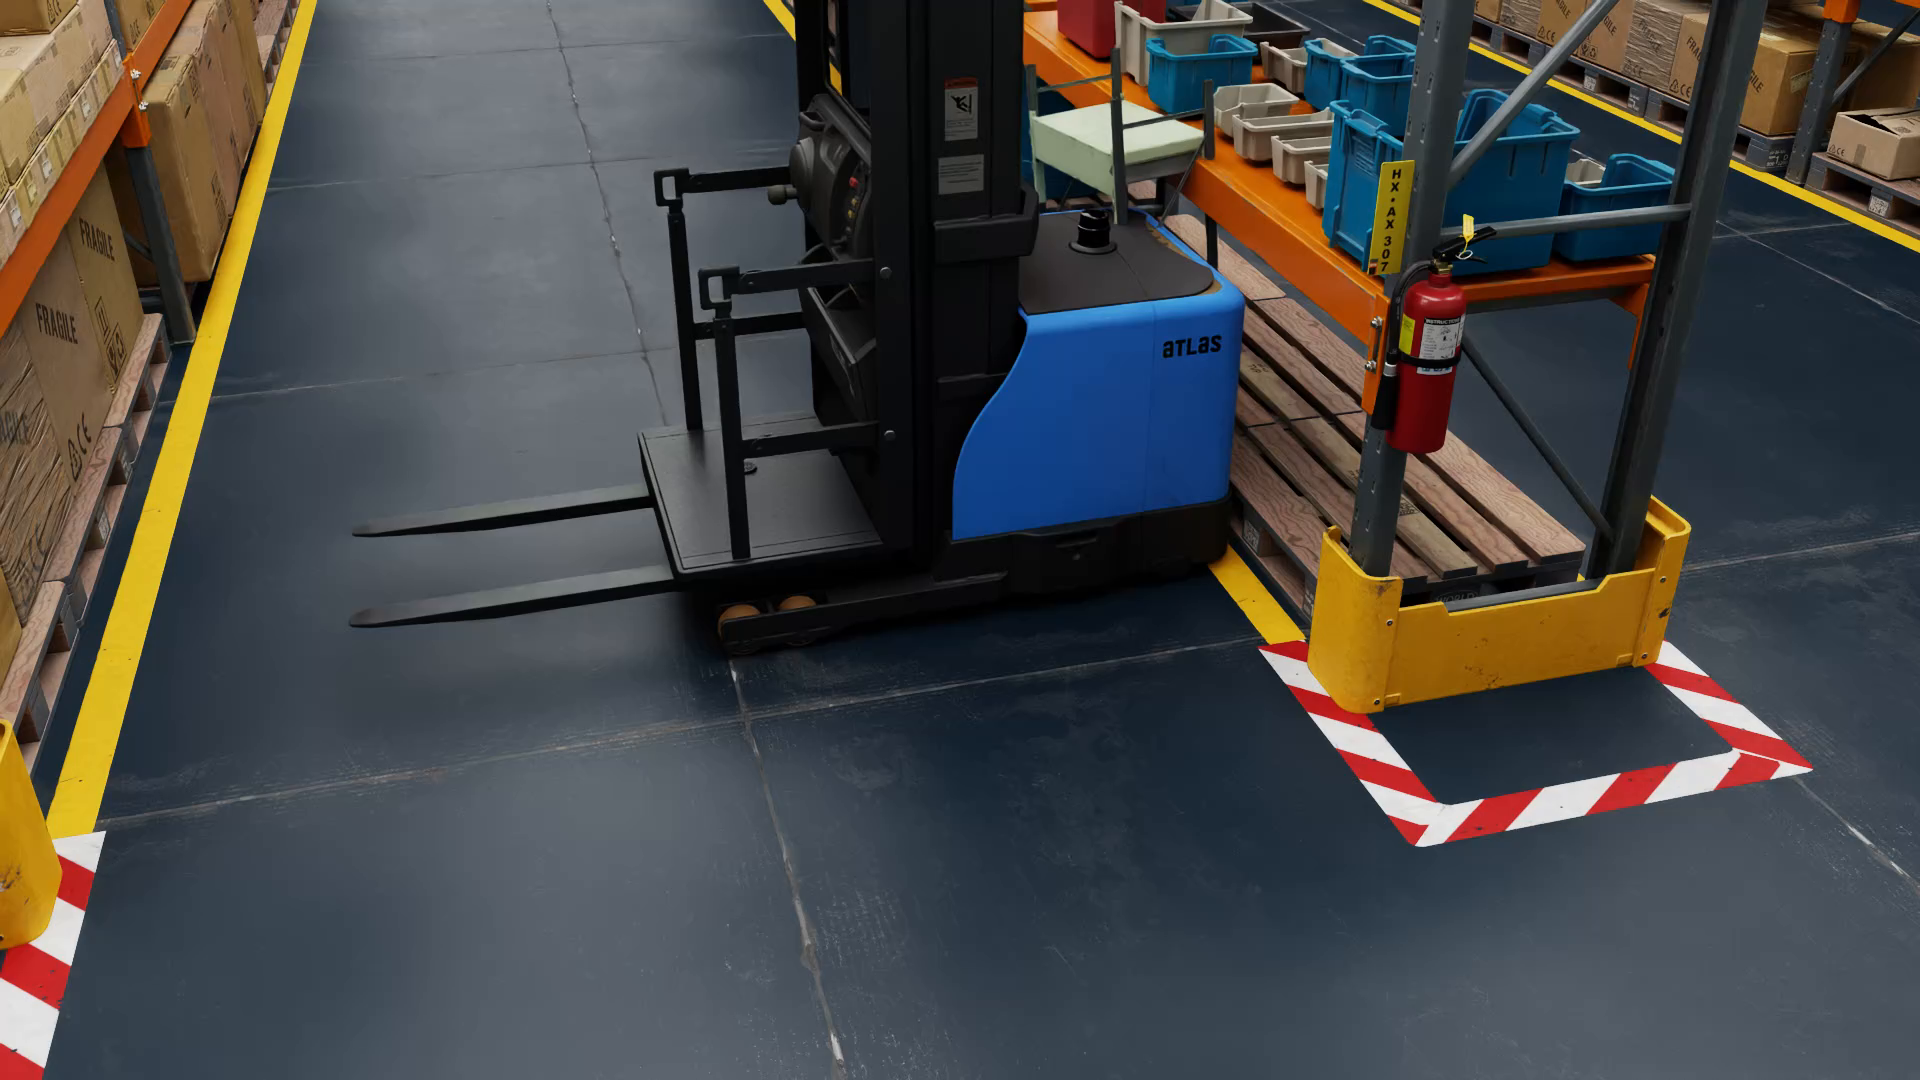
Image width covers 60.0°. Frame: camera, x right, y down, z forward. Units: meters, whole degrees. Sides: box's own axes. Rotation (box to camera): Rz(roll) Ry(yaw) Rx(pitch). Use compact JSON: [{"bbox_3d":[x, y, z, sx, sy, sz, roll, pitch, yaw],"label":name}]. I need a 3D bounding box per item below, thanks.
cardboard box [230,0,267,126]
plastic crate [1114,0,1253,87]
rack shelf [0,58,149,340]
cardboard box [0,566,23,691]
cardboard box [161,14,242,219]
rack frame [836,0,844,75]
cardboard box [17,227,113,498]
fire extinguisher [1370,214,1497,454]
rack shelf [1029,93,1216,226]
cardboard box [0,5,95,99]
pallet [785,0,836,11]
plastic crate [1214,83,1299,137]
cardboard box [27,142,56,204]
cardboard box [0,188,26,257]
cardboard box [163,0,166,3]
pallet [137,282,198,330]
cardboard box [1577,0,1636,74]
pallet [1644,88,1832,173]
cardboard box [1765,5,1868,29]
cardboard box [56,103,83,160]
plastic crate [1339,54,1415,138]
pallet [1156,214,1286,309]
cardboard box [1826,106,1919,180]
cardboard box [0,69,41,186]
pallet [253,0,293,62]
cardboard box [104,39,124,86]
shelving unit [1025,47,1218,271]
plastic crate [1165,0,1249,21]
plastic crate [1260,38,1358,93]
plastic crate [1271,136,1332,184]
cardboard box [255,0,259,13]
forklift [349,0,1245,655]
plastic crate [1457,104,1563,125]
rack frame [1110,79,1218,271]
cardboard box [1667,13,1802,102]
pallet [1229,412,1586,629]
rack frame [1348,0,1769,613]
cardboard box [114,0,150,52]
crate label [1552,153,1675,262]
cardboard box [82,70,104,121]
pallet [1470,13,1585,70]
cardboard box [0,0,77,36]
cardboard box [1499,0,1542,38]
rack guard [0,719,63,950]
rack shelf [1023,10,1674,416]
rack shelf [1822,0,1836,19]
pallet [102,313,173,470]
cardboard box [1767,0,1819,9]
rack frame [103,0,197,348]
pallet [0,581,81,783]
[{"bbox_3d":[-5.007,-3.038,10.207,1.225,0.875,0.875,-9,31,-16],"label":"cardboard box"},{"bbox_3d":[0.895,-2.052,6.859,0.437,0.282,0.530,-8,31,-13],"label":"plastic crate"},{"bbox_3d":[-3.577,-0.903,5.534,1.077,0.370,4.000,-8,31,-13],"label":"rack shelf"},{"bbox_3d":[-3.293,0.191,4.628,0.875,0.875,0.875,-8,31,-13],"label":"cardboard box"},{"bbox_3d":[-4.535,-2.180,8.725,1.225,0.875,0.875,-9,31,-15],"label":"cardboard box"},{"bbox_3d":[-0.394,-4.771,11.498,1.000,3.000,0.127,-8,31,-13],"label":"rack frame"},{"bbox_3d":[-3.771,-0.678,6.130,0.875,0.875,0.875,-8,31,-13],"label":"cardboard box"},{"bbox_3d":[1.331,-0.579,4.705,0.296,0.674,0.183,-8,31,-13],"label":"fire extinguisher"},{"bbox_3d":[0.611,-1.421,6.341,0.431,0.370,0.720,-15,29,-17],"label":"rack shelf"},{"bbox_3d":[-3.598,-1.816,6.246,0.500,0.250,0.500,-7,31,-12],"label":"cardboard box"},{"bbox_3d":[-0.883,-4.531,13.868,1.003,0.211,1.213,-8,31,-13],"label":"pallet"},{"bbox_3d":[1.081,-1.602,6.227,0.298,0.136,0.250,-8,31,-13],"label":"plastic crate"},{"bbox_3d":[-3.303,-1.224,5.621,0.380,0.149,0.250,-7,31,-12],"label":"cardboard box"},{"bbox_3d":[-3.166,-0.976,5.192,0.380,0.149,0.250,-8,31,-14],"label":"cardboard box"},{"bbox_3d":[-4.256,-2.963,8.276,0.500,0.500,0.500,-9,31,-14],"label":"cardboard box"},{"bbox_3d":[-4.385,-1.336,8.348,1.003,0.211,1.213,-8,31,-13],"label":"pallet"},{"bbox_3d":[4.644,-3.532,11.414,0.500,0.500,0.500,-9,31,-15],"label":"cardboard box"},{"bbox_3d":[5.192,-2.677,10.664,1.003,0.211,1.213,-8,31,-13],"label":"pallet"},{"bbox_3d":[5.398,-3.126,10.713,0.500,0.500,0.500,-7,31,-13],"label":"cardboard box"},{"bbox_3d":[-3.438,-1.471,6.048,0.380,0.149,0.250,-7,31,-12],"label":"cardboard box"},{"bbox_3d":[1.631,-1.659,6.230,0.416,0.233,0.300,-8,31,-13],"label":"plastic crate"},{"bbox_3d":[0.900,-1.282,8.254,1.003,0.211,1.213,-8,31,-13],"label":"pallet"},{"bbox_3d":[5.347,-2.291,9.459,0.500,0.311,0.500,-8,31,-13],"label":"cardboard box"},{"bbox_3d":[-3.331,-1.325,5.397,0.500,0.250,0.500,-8,31,-14],"label":"cardboard box"},{"bbox_3d":[-5.696,-3.871,12.727,1.003,0.211,1.213,-8,31,-13],"label":"pallet"},{"bbox_3d":[-3.711,-1.968,6.906,0.380,0.149,0.250,-8,31,-13],"label":"cardboard box"},{"bbox_3d":[0.649,-1.078,6.523,0.431,1.500,0.755,-15,29,-17],"label":"shelving unit"},{"bbox_3d":[1.120,-2.678,7.838,0.392,0.384,0.575,-8,31,-13],"label":"plastic crate"},{"bbox_3d":[1.419,-1.950,6.827,0.293,0.136,0.466,-8,31,-13],"label":"plastic crate"},{"bbox_3d":[1.275,-1.330,5.758,0.396,0.136,0.243,-8,31,-13],"label":"plastic crate"},{"bbox_3d":[-5.832,-4.350,12.828,0.700,0.500,0.500,-11,32,-18],"label":"cardboard box"},{"bbox_3d":[-0.603,-1.178,5.360,3.031,2.935,1.130,-9,31,-14],"label":"forklift"},{"bbox_3d":[1.806,-1.341,5.681,0.416,0.233,0.300,-8,31,-13],"label":"plastic crate"},{"bbox_3d":[0.786,-0.930,6.217,0.400,1.500,0.023,-15,29,-17],"label":"rack frame"},{"bbox_3d":[4.914,-3.044,10.571,0.500,0.500,0.500,-8,31,-13],"label":"cardboard box"},{"bbox_3d":[1.548,-0.104,6.218,1.003,0.211,1.213,-8,31,-13],"label":"pallet"},{"bbox_3d":[1.729,-0.907,4.823,1.000,3.000,0.127,-8,31,-13],"label":"rack frame"},{"bbox_3d":[-3.989,-2.479,7.439,0.500,0.500,0.500,-8,31,-13],"label":"cardboard box"},{"bbox_3d":[1.981,-1.023,5.131,0.416,0.233,0.303,-8,31,-13],"label":"crate label"},{"bbox_3d":[-3.575,-1.720,6.477,0.380,0.149,0.250,-8,31,-14],"label":"cardboard box"},{"bbox_3d":[4.544,-3.855,12.700,1.003,0.211,1.213,-8,31,-13],"label":"pallet"},{"bbox_3d":[-3.599,-2.140,6.057,0.500,0.500,0.500,-8,31,-13],"label":"cardboard box"},{"bbox_3d":[4.372,-4.026,12.268,0.500,0.500,0.500,-9,31,-15],"label":"cardboard box"},{"bbox_3d":[-3.040,0.845,4.291,1.175,0.500,0.348,-8,31,-13],"label":"rack guard"},{"bbox_3d":[1.198,-1.562,6.672,1.077,0.370,4.000,-8,31,-13],"label":"rack shelf"},{"bbox_3d":[4.913,-4.150,11.144,1.077,0.370,4.000,-8,31,-13],"label":"rack shelf"},{"bbox_3d":[-3.982,-0.596,7.069,1.003,0.211,1.213,-8,31,-13],"label":"pallet"},{"bbox_3d":[5.285,-3.678,10.917,0.500,0.250,0.500,-8,31,-13],"label":"cardboard box"},{"bbox_3d":[-4.108,-2.180,7.023,1.000,3.000,0.127,-8,31,-13],"label":"rack frame"},{"bbox_3d":[-3.334,0.583,5.033,1.003,0.211,1.213,-8,31,-13],"label":"pallet"}]
